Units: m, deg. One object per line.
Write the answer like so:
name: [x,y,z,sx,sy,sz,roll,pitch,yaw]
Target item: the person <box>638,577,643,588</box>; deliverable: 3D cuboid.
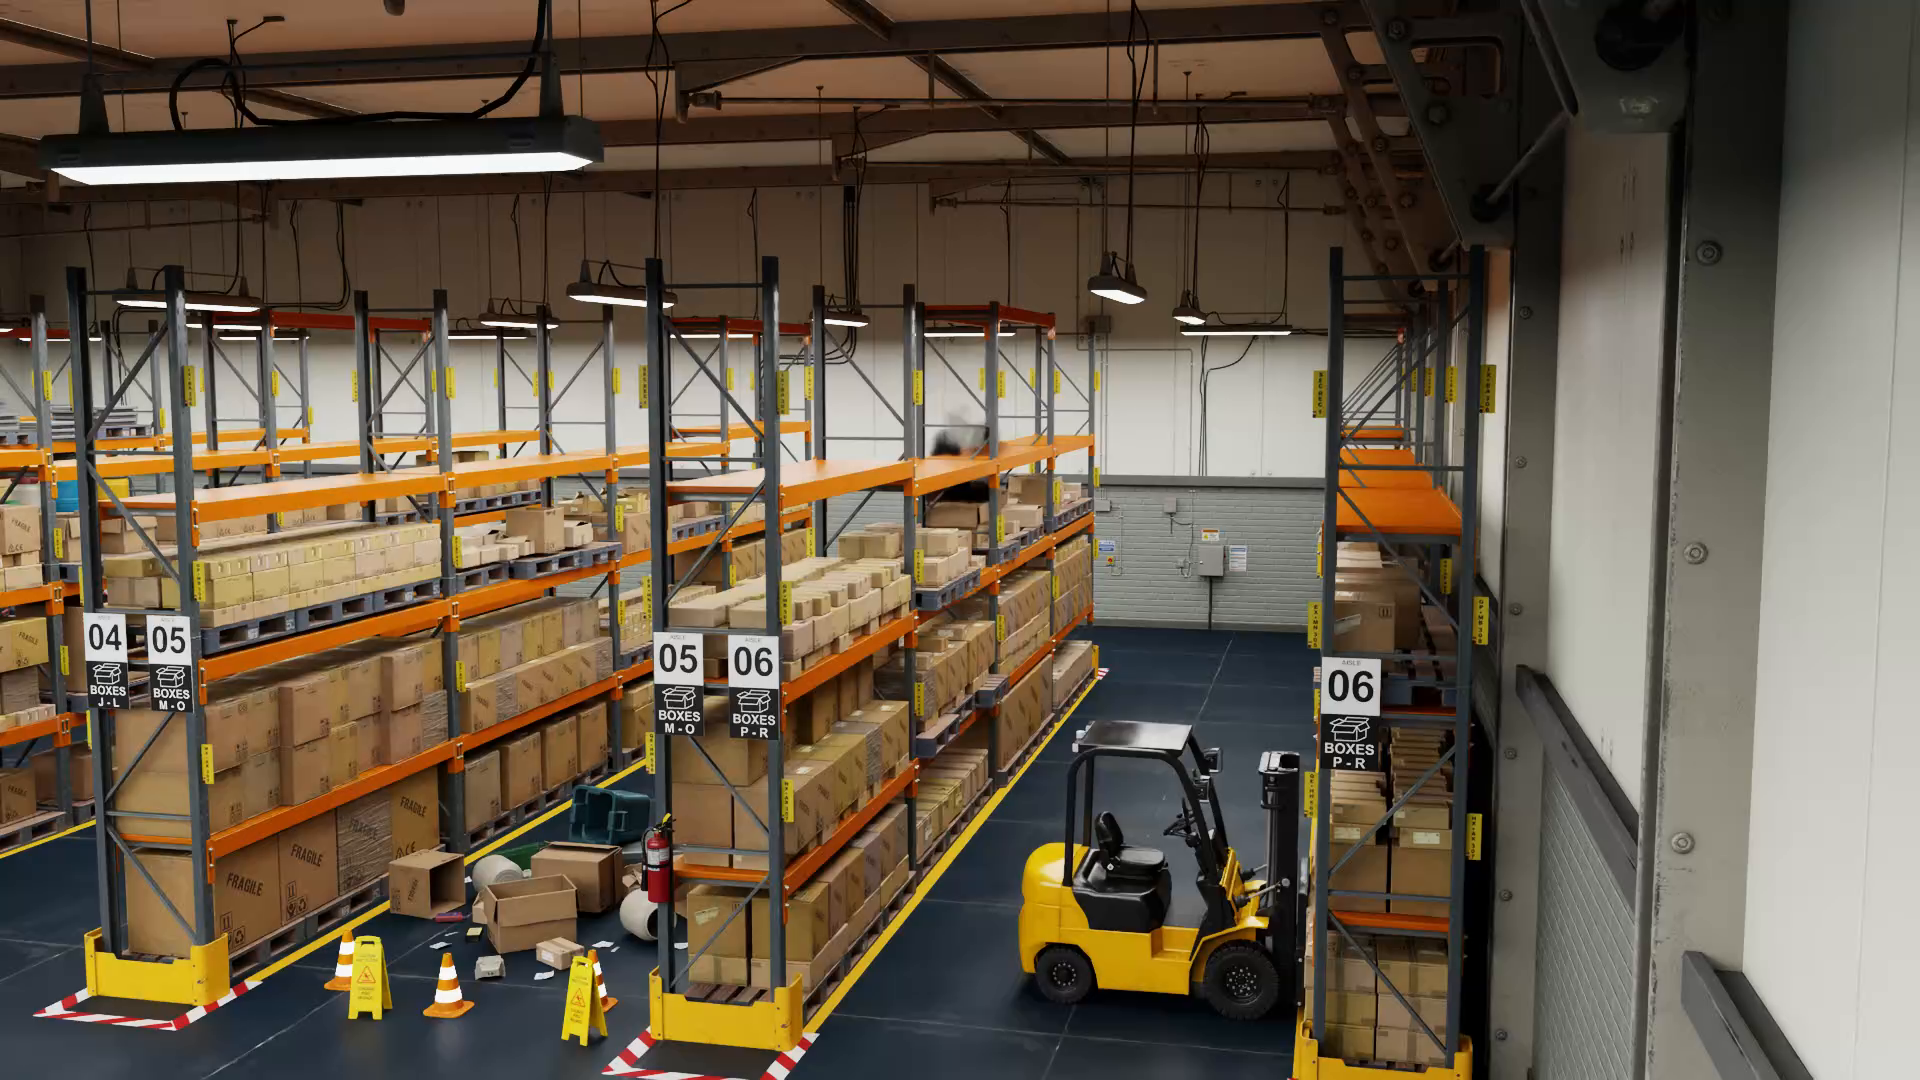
person: [-5.300,1.476,27.778,0.696,1.736,0.542,2,6,15]
